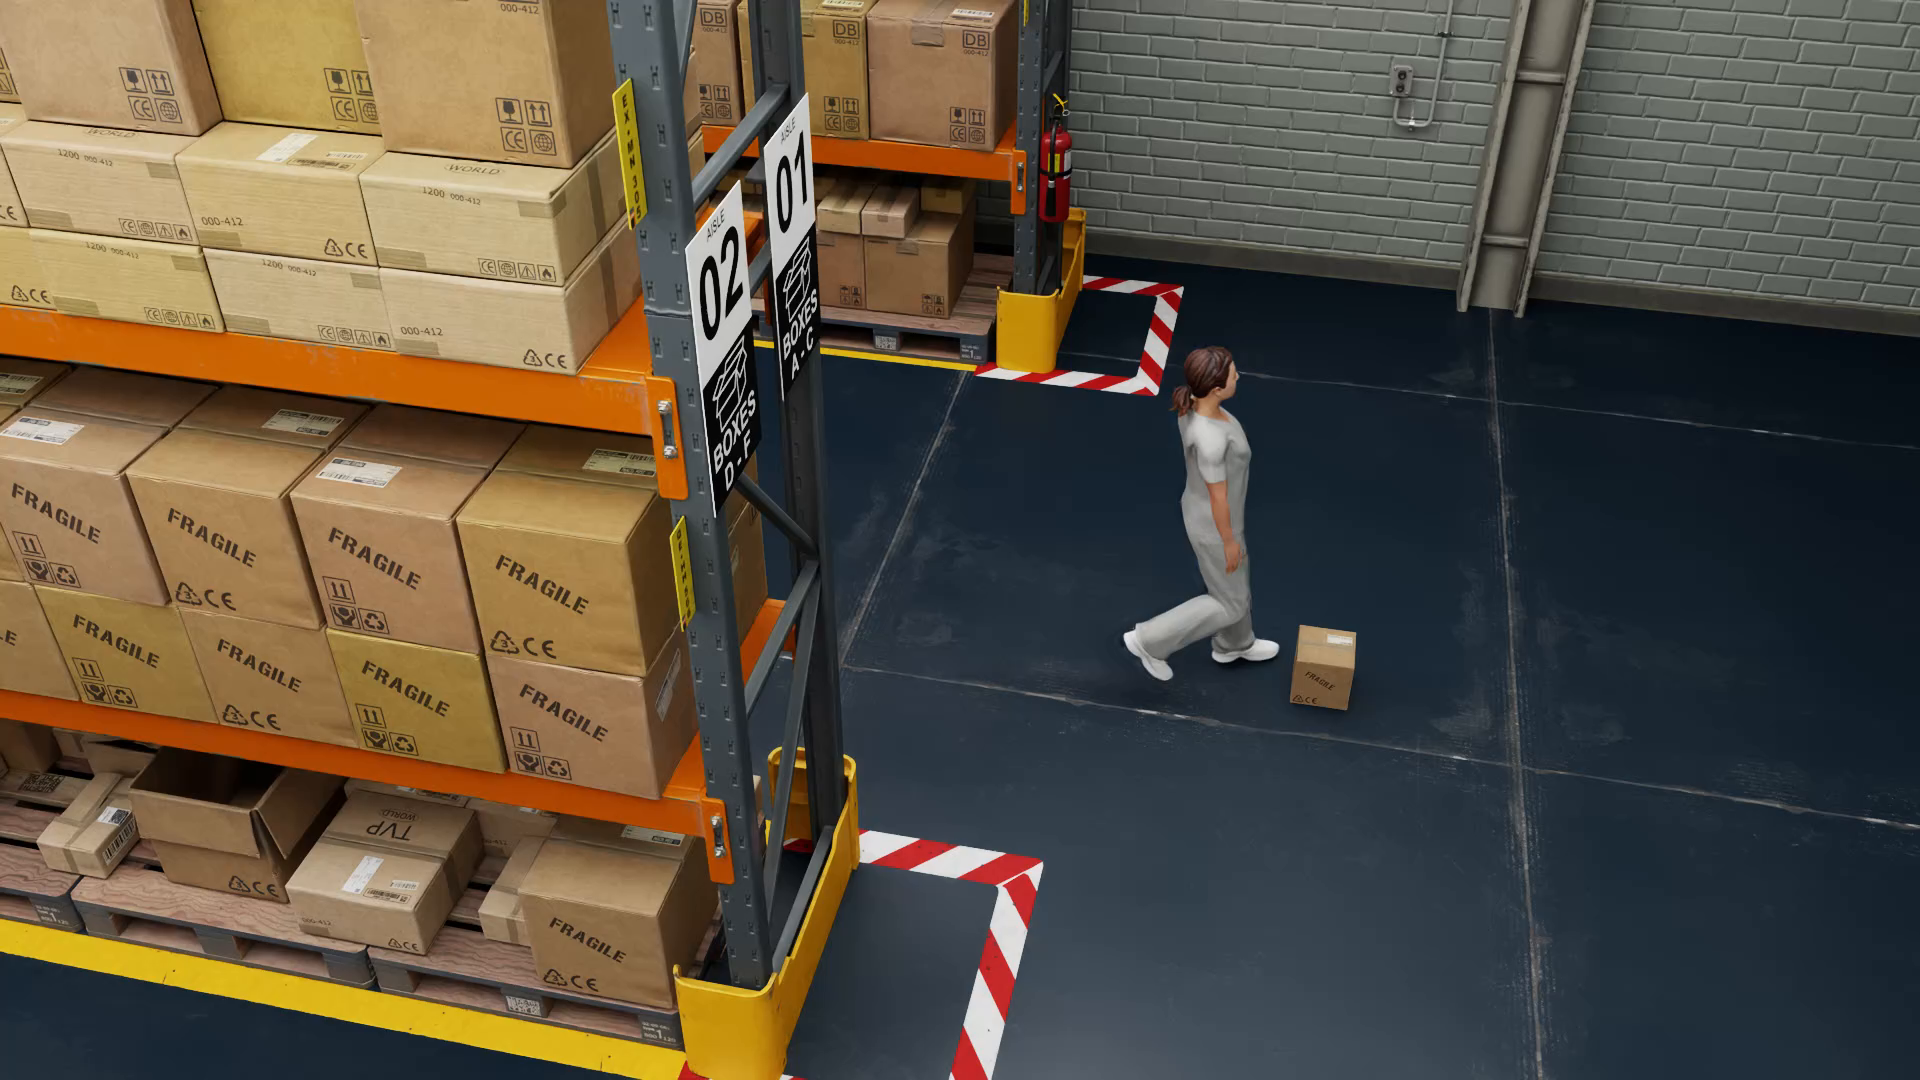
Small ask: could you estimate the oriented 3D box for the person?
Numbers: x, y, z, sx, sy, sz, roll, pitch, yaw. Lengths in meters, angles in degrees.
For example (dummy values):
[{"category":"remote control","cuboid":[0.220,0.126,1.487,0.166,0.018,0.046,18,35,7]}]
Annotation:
[{"category":"person","cuboid":[1.088,-0.077,7.062,0.739,1.632,0.460,0,37,0]}]
